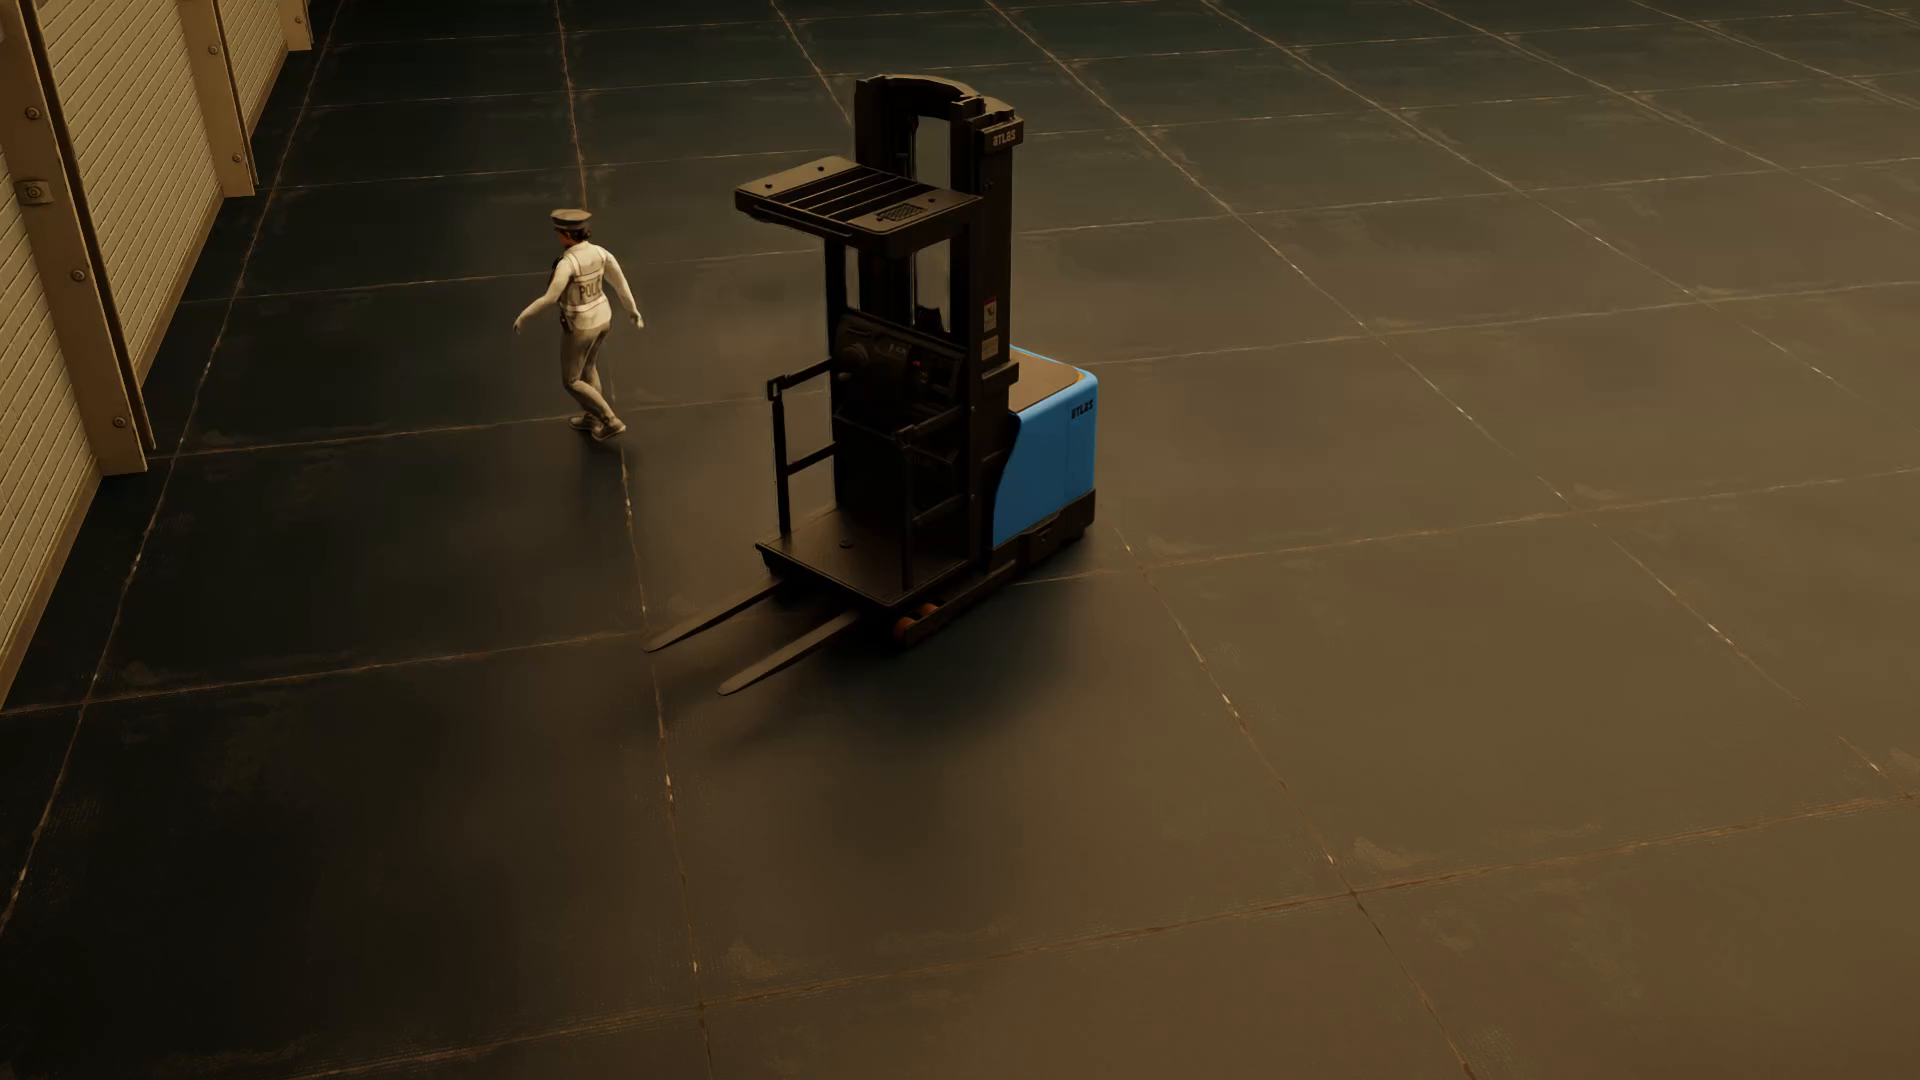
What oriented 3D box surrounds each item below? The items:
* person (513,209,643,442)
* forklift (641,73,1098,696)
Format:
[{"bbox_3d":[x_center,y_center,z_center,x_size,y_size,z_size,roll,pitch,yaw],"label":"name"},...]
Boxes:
[{"bbox_3d":[-2.561,-1.458,11.384,0.653,1.652,0.787,14,33,22],"label":"person"},{"bbox_3d":[-0.491,-0.947,9.210,1.130,2.935,3.031,24,38,35],"label":"forklift"}]
